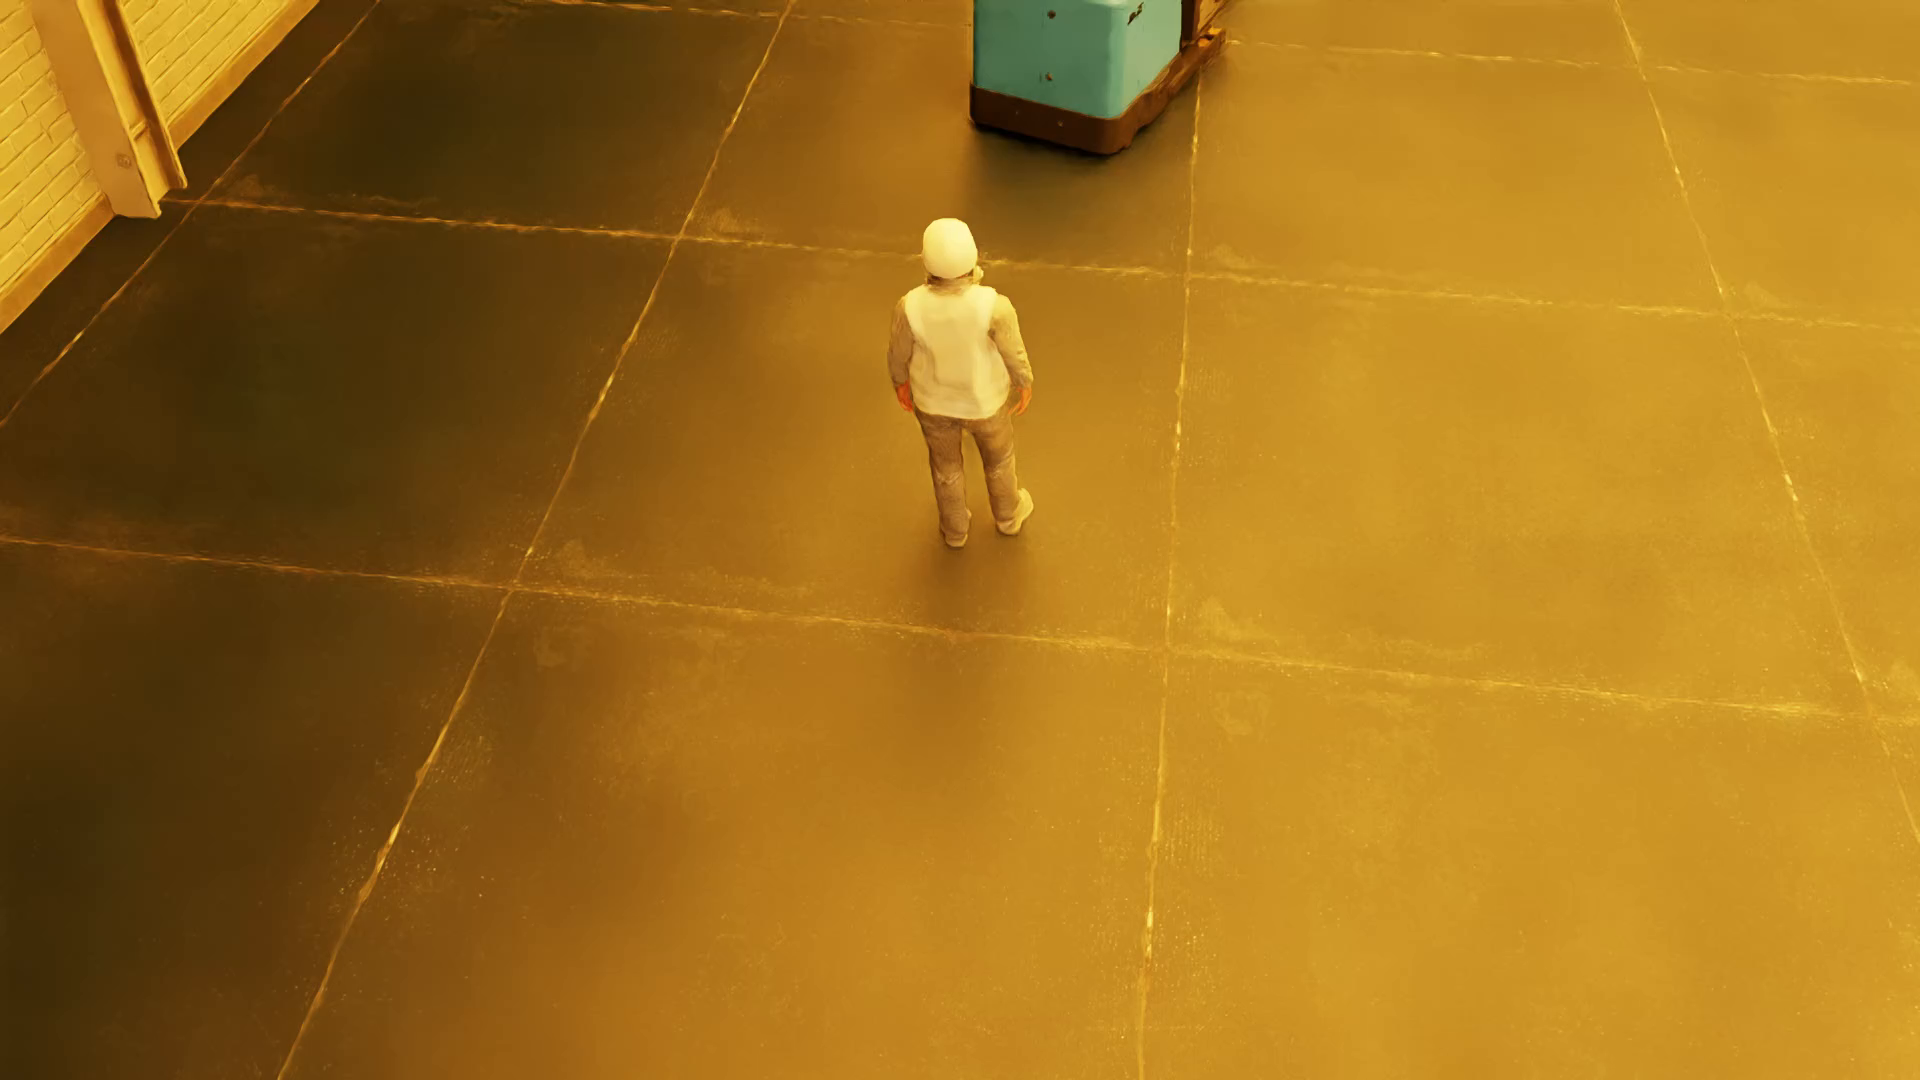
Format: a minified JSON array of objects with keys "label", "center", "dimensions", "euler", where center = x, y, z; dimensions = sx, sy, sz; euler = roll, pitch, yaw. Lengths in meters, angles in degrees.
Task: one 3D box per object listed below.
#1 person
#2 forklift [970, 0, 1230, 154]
[{"label":"person","center":[0.016,-0.700,7.331],"dimensions":[0.632,1.773,0.567],"euler":[5,43,6]},{"label":"forklift","center":[1.196,-4.492,10.615],"dimensions":[1.130,2.935,3.031],"euler":[19,46,20]}]
